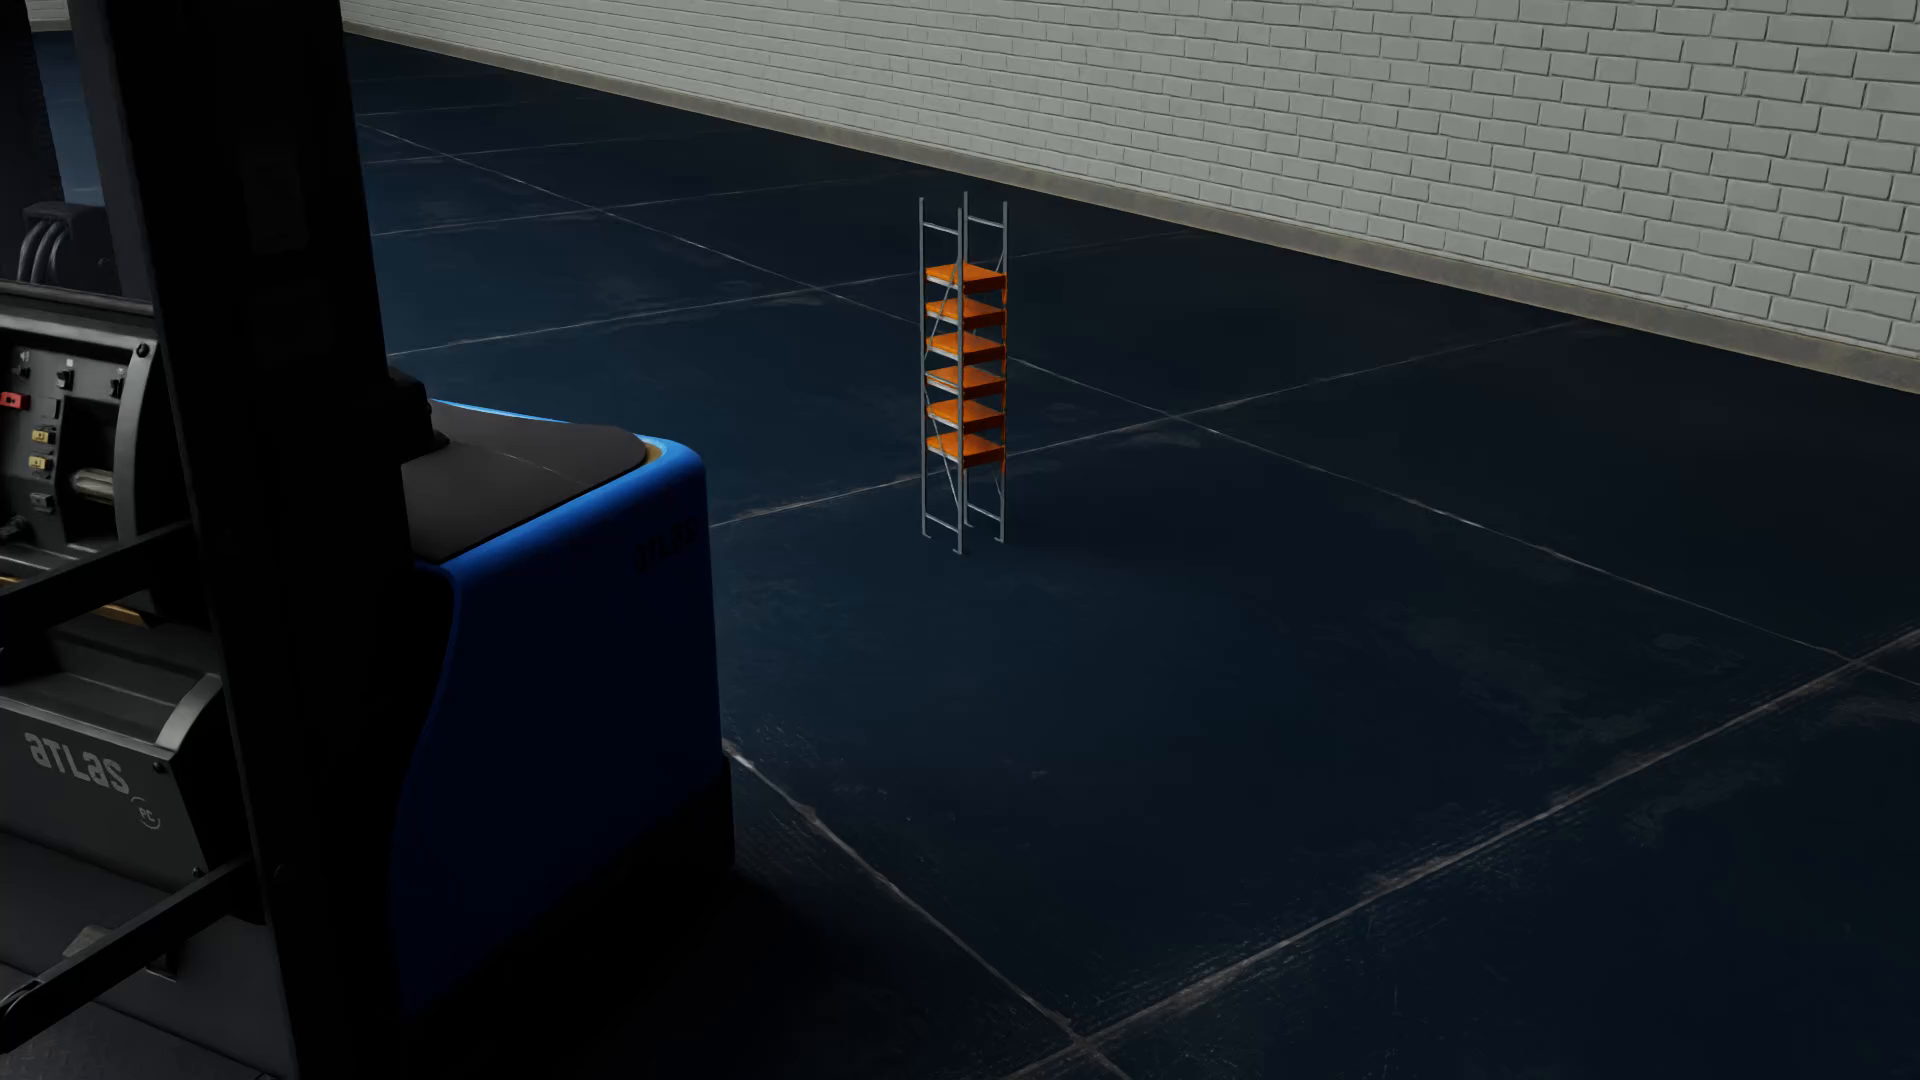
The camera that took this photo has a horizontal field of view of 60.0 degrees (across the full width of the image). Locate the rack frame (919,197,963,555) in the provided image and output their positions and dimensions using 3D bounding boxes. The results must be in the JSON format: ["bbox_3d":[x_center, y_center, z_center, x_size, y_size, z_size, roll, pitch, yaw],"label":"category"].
[{"bbox_3d":[-0.063,-0.541,5.632,0.006,1.200,0.240,-15,26,-33],"label":"rack frame"}]

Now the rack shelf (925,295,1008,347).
[{"bbox_3d":[0.012,-0.742,5.609,0.180,0.103,0.258,-15,26,-33],"label":"rack shelf"}]

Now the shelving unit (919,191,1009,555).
[{"bbox_3d":[0.012,-0.560,5.682,0.189,1.200,0.258,-15,26,-33],"label":"shelving unit"}]

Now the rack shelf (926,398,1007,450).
[{"bbox_3d":[0.012,-0.408,5.743,0.180,0.103,0.258,-15,26,-33],"label":"rack shelf"}]

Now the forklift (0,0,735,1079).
[{"bbox_3d":[-1.635,-0.160,2.343,1.130,2.935,3.031,11,24,25],"label":"forklift"}]

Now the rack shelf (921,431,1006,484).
[{"bbox_3d":[0.012,-0.296,5.787,0.180,0.103,0.258,-15,26,-33],"label":"rack shelf"}]

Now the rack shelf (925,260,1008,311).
[{"bbox_3d":[0.012,-0.854,5.565,0.180,0.103,0.258,-15,26,-33],"label":"rack shelf"}]

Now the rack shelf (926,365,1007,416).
[{"bbox_3d":[0.012,-0.519,5.698,0.180,0.103,0.258,-15,26,-33],"label":"rack shelf"}]

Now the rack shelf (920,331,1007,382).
[{"bbox_3d":[0.012,-0.631,5.654,0.180,0.103,0.258,-15,26,-33],"label":"rack shelf"}]

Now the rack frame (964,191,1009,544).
[{"bbox_3d":[0.086,-0.580,5.731,0.006,1.200,0.240,-15,26,-33],"label":"rack frame"}]
